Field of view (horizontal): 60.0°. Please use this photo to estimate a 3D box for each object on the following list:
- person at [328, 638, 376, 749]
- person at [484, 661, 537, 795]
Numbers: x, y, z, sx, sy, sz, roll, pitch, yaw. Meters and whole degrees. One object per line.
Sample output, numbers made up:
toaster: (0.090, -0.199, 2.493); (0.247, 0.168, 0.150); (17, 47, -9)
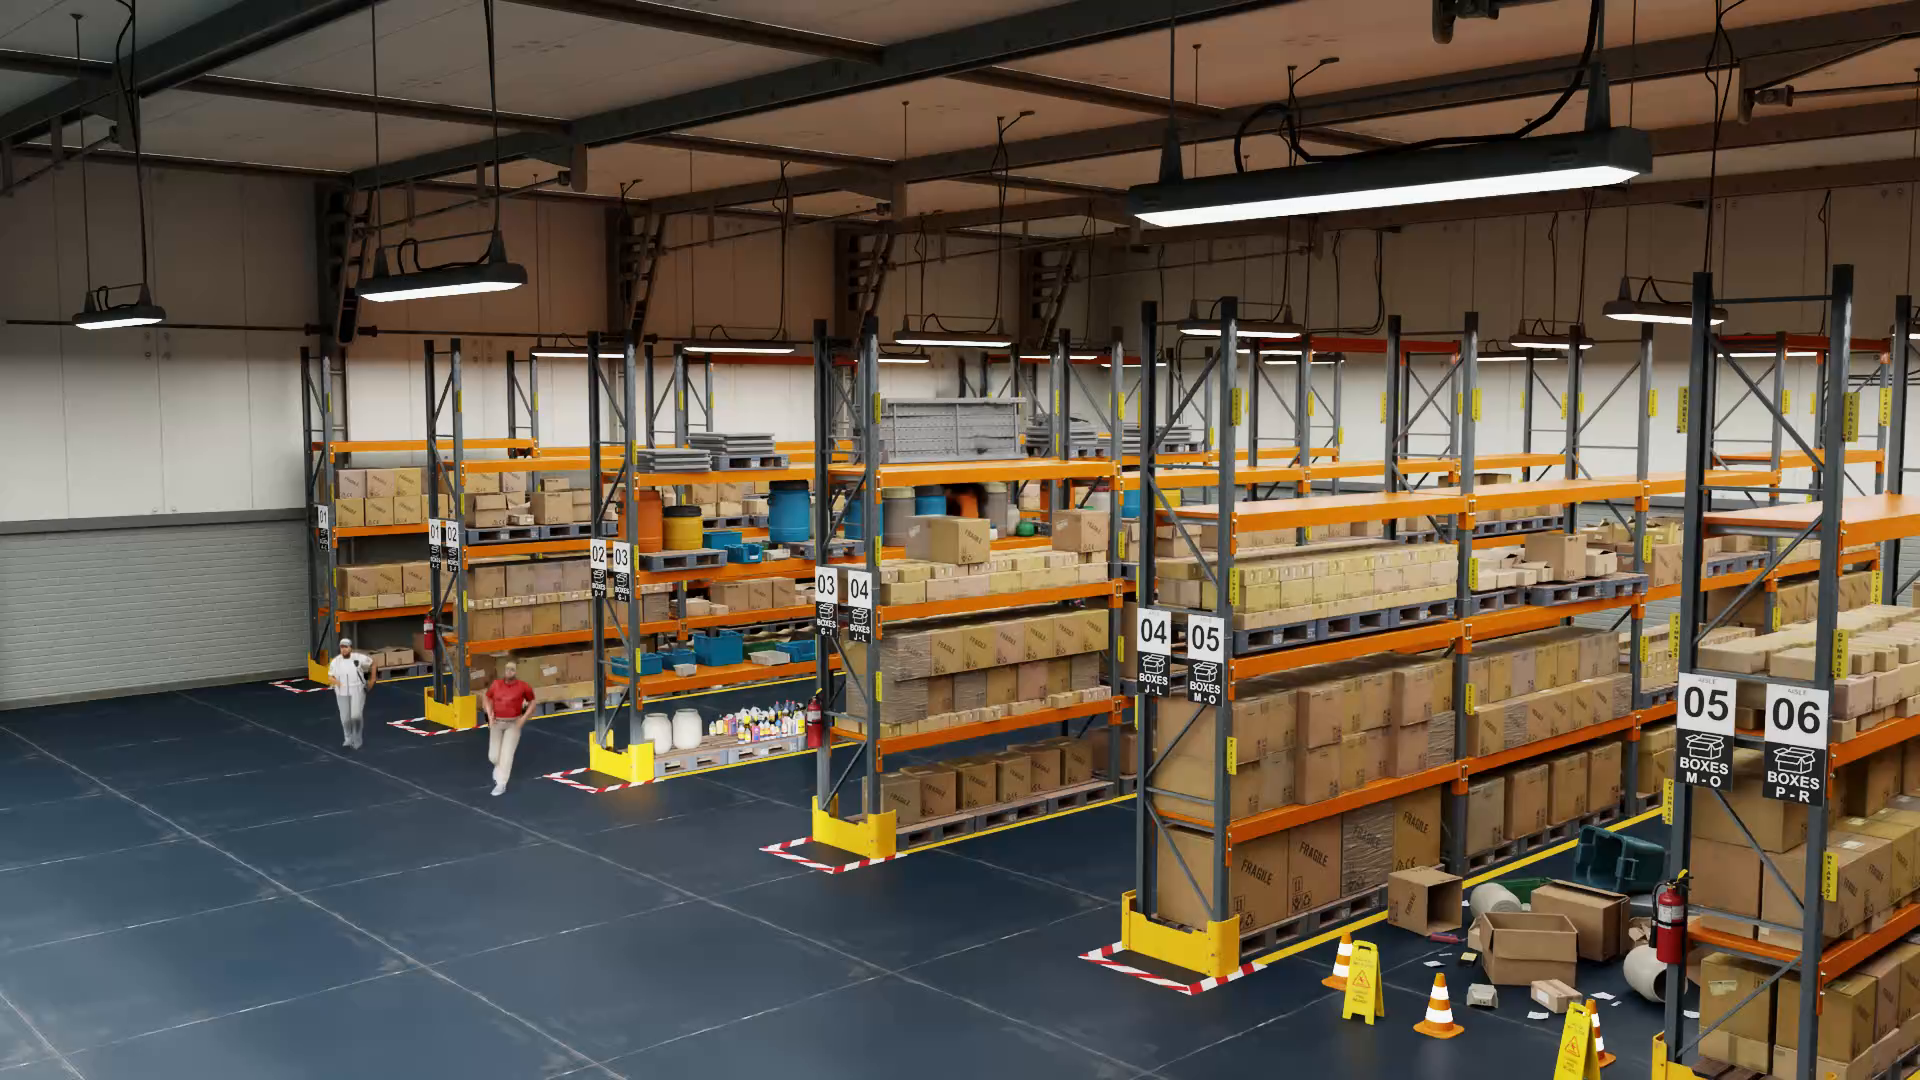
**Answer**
person: (-8.790, 2.220, 24.030); (0.619, 1.621, 0.808); (-1, 5, -8)
person: (-5.882, 2.431, 21.727); (0.681, 1.714, 0.684); (0, 5, -2)
